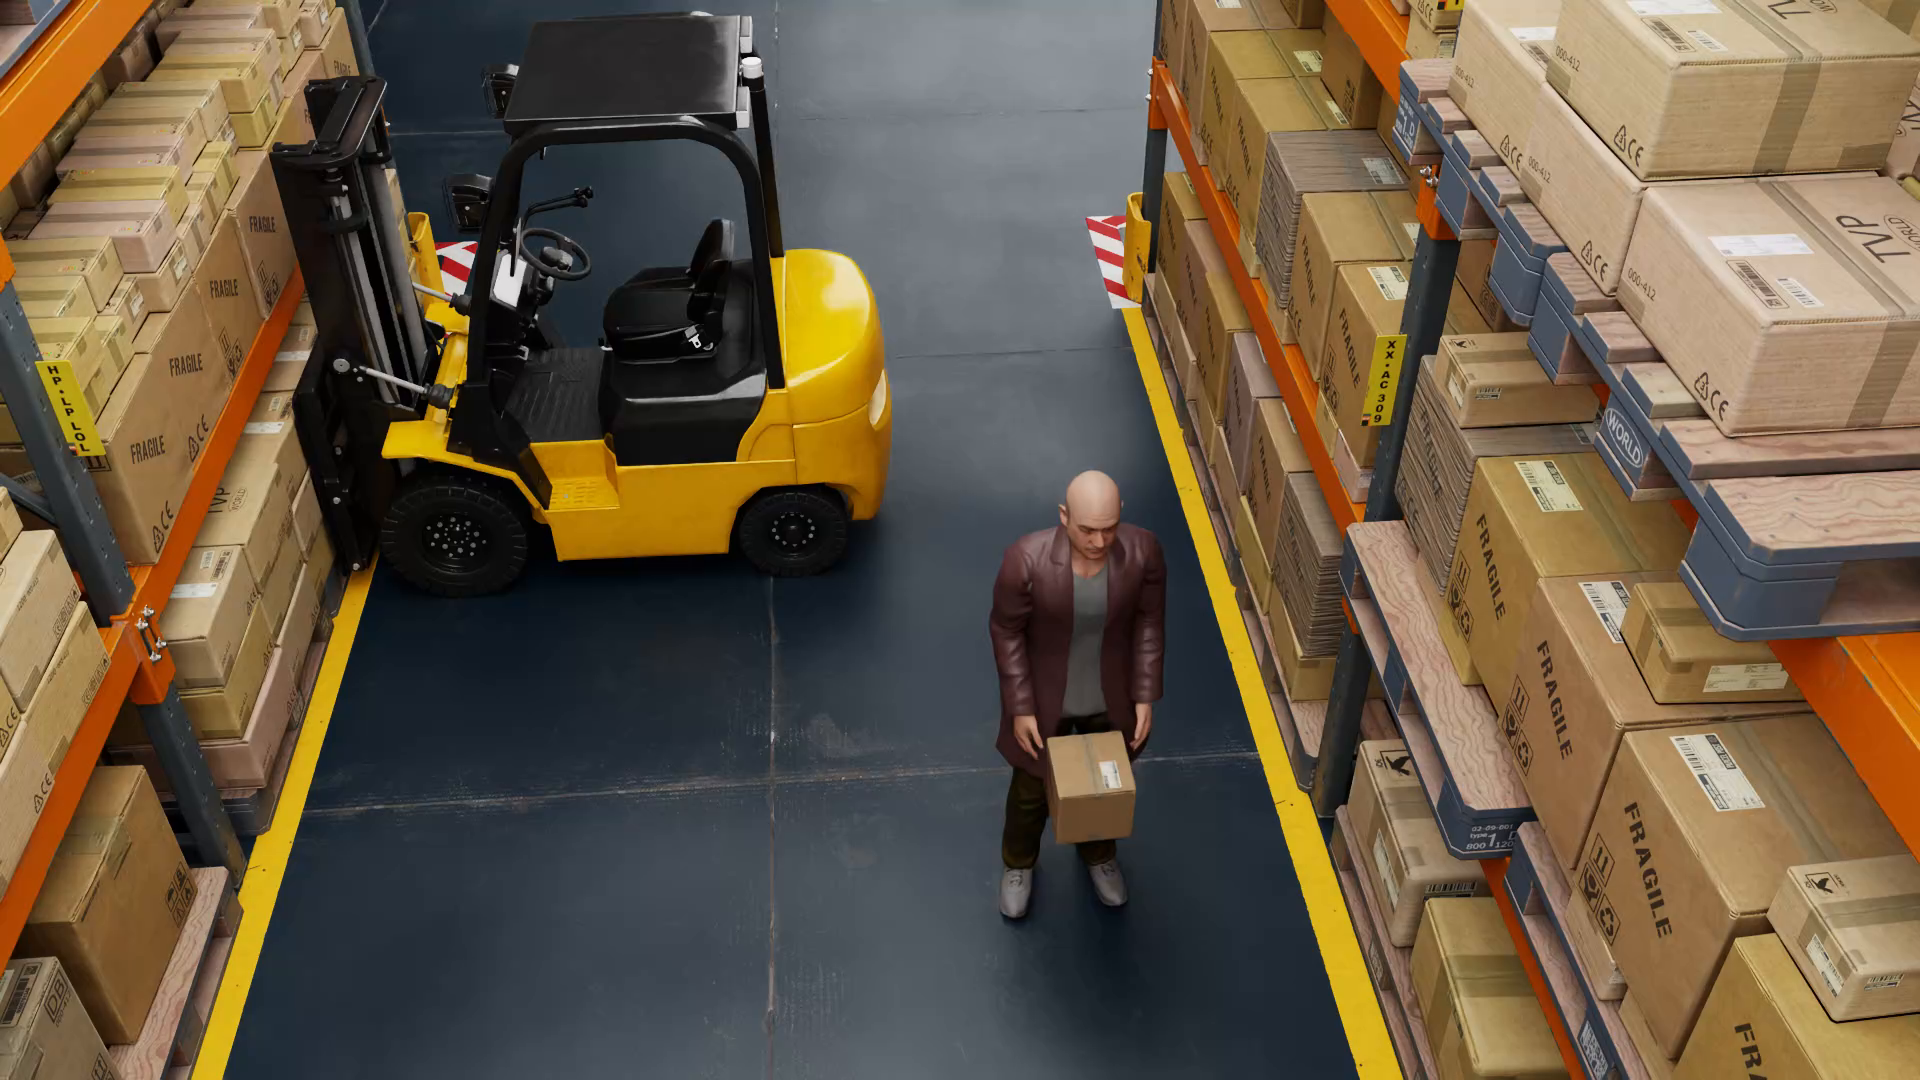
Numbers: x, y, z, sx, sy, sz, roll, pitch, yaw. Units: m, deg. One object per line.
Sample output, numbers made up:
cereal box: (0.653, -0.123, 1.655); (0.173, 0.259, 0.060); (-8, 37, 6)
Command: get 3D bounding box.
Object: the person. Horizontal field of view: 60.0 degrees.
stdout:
person: (0.389, 0.515, 5.515); (0.583, 1.780, 0.424); (-5, 39, -6)
